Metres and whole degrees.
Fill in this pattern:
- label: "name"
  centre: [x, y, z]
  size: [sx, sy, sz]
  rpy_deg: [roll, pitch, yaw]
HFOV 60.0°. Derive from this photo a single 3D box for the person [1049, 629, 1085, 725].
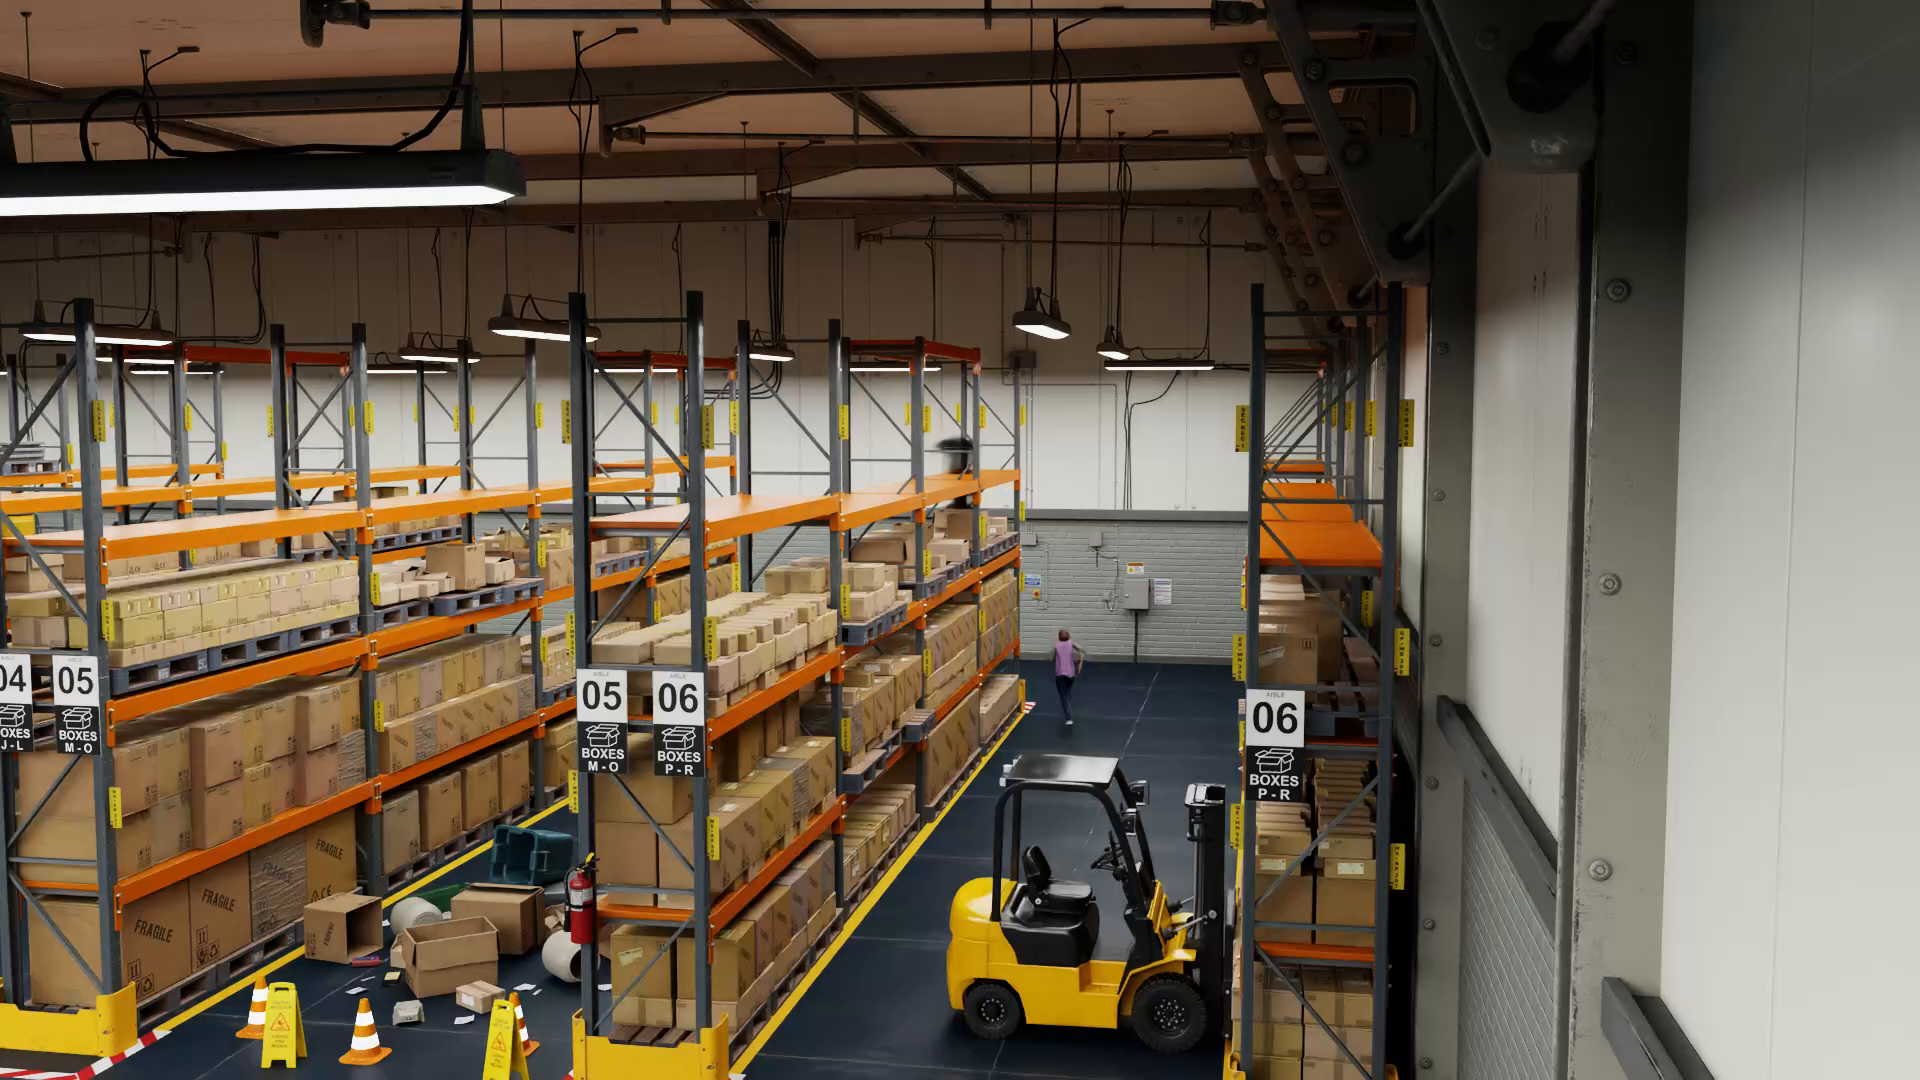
- label: "person"
  centre: [1.727, 2.211, 26.965]
  size: [0.541, 1.527, 0.812]
  rpy_deg: [-1, 5, -9]
